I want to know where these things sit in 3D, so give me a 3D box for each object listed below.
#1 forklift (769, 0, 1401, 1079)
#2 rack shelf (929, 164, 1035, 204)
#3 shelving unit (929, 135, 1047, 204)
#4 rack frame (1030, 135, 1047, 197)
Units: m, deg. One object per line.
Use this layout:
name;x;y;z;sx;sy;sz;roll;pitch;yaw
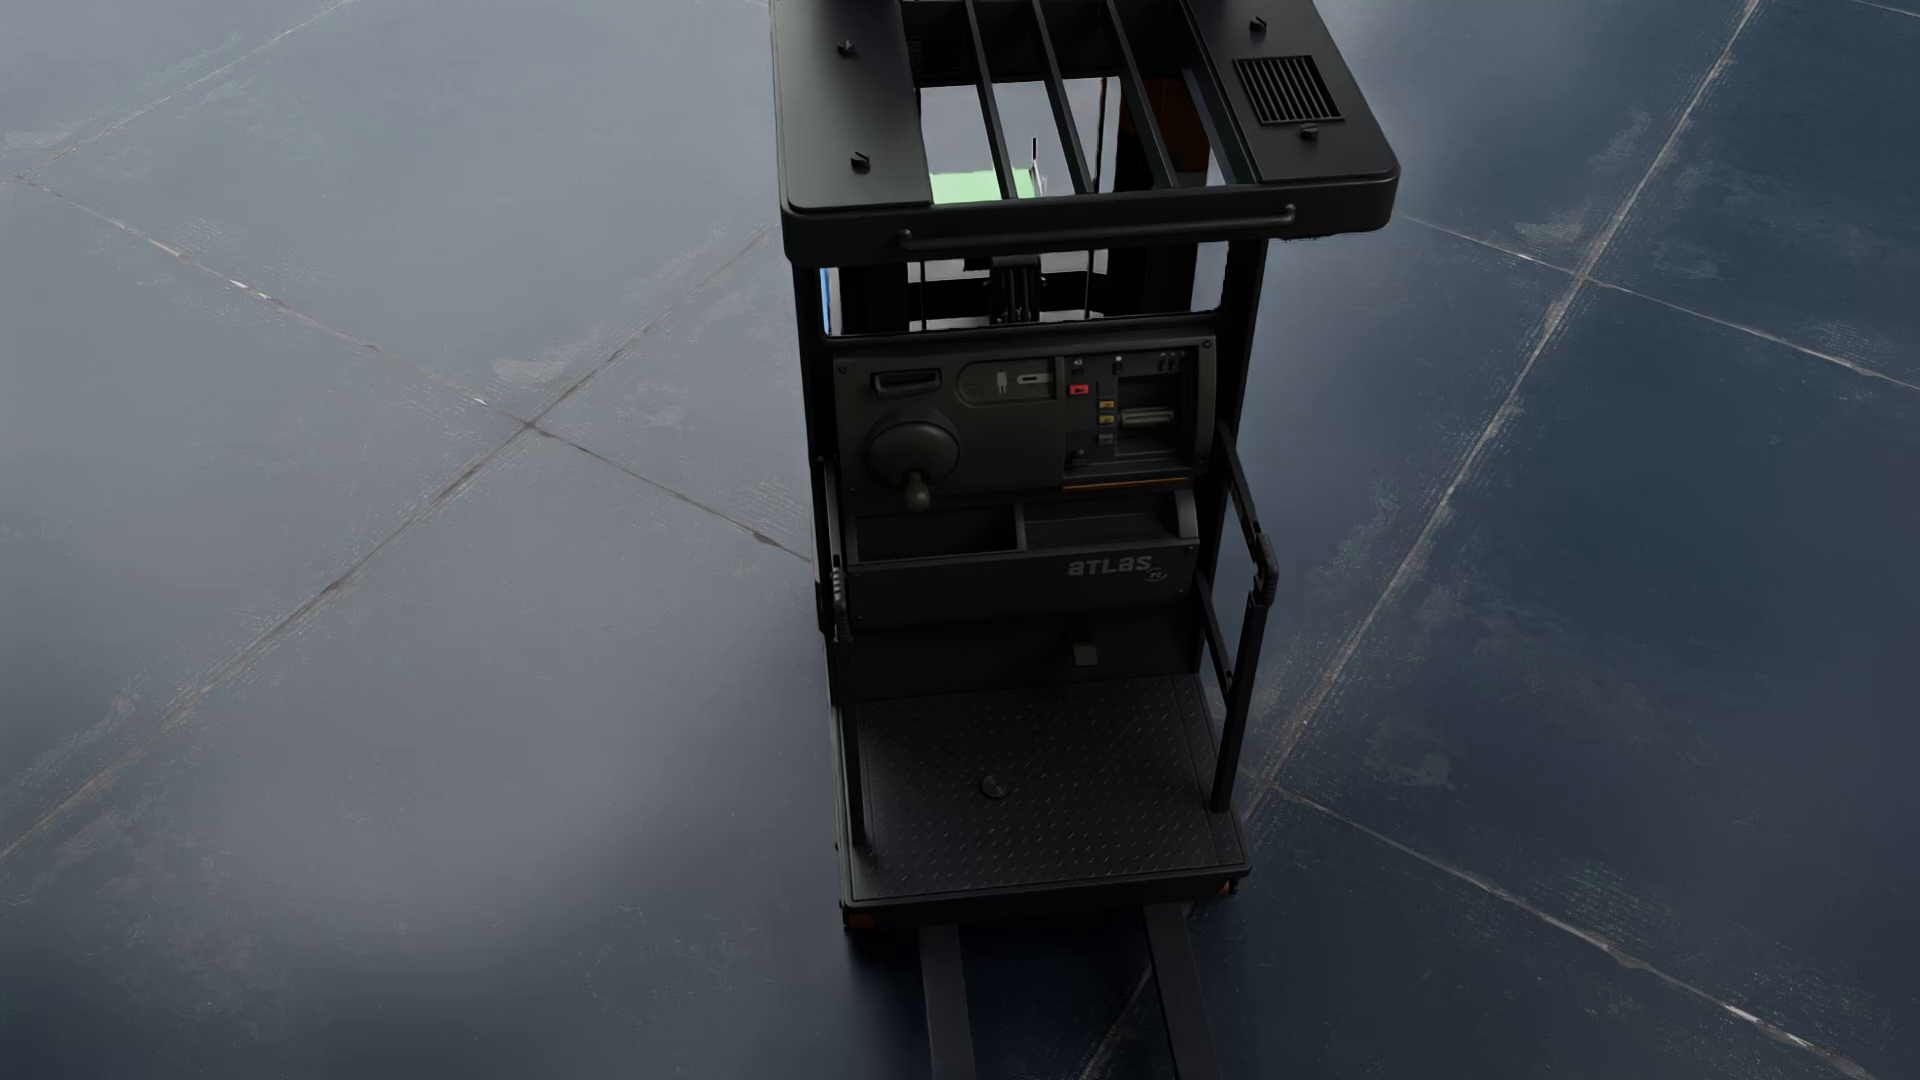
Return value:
forklift;0.188;-0.197;3.898;1.130;2.935;3.031;-5;46;-4
rack shelf;0.007;-1.069;5.372;0.480;0.148;0.258;-5;46;-4
shelving unit;0.007;-0.779;5.671;0.503;1.200;0.258;-5;46;-4
rack frame;0.250;-0.799;5.689;0.015;1.200;0.240;-5;46;-4
